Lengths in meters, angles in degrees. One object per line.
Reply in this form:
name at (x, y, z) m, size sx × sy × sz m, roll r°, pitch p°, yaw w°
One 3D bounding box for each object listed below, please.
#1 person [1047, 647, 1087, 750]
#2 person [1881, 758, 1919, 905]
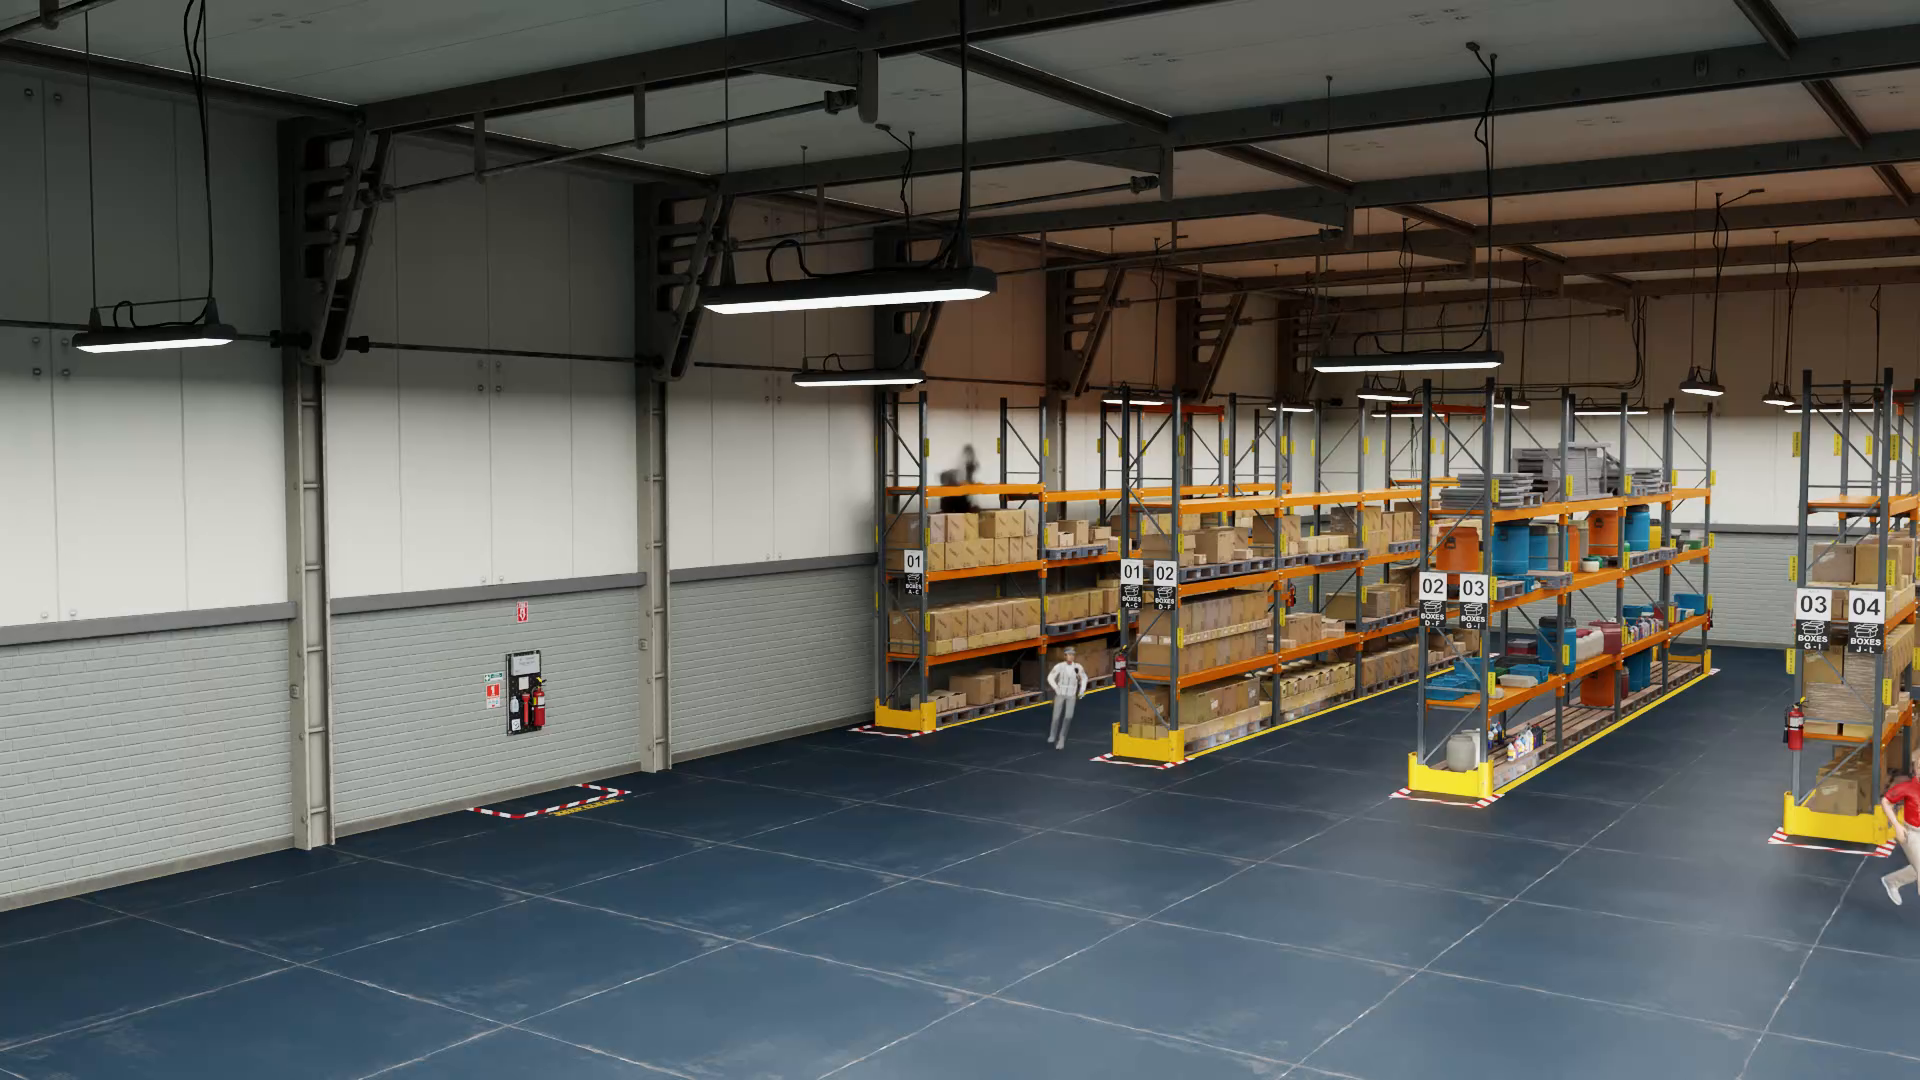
person at (1.778, 2.603, 27.586) m, size 0.672 × 1.693 × 0.654 m, roll 0°, pitch 3°, yaw 3°
person at (10.147, 3.148, 17.605) m, size 0.665 × 1.708 × 0.919 m, roll -1°, pitch 3°, yaw -21°
